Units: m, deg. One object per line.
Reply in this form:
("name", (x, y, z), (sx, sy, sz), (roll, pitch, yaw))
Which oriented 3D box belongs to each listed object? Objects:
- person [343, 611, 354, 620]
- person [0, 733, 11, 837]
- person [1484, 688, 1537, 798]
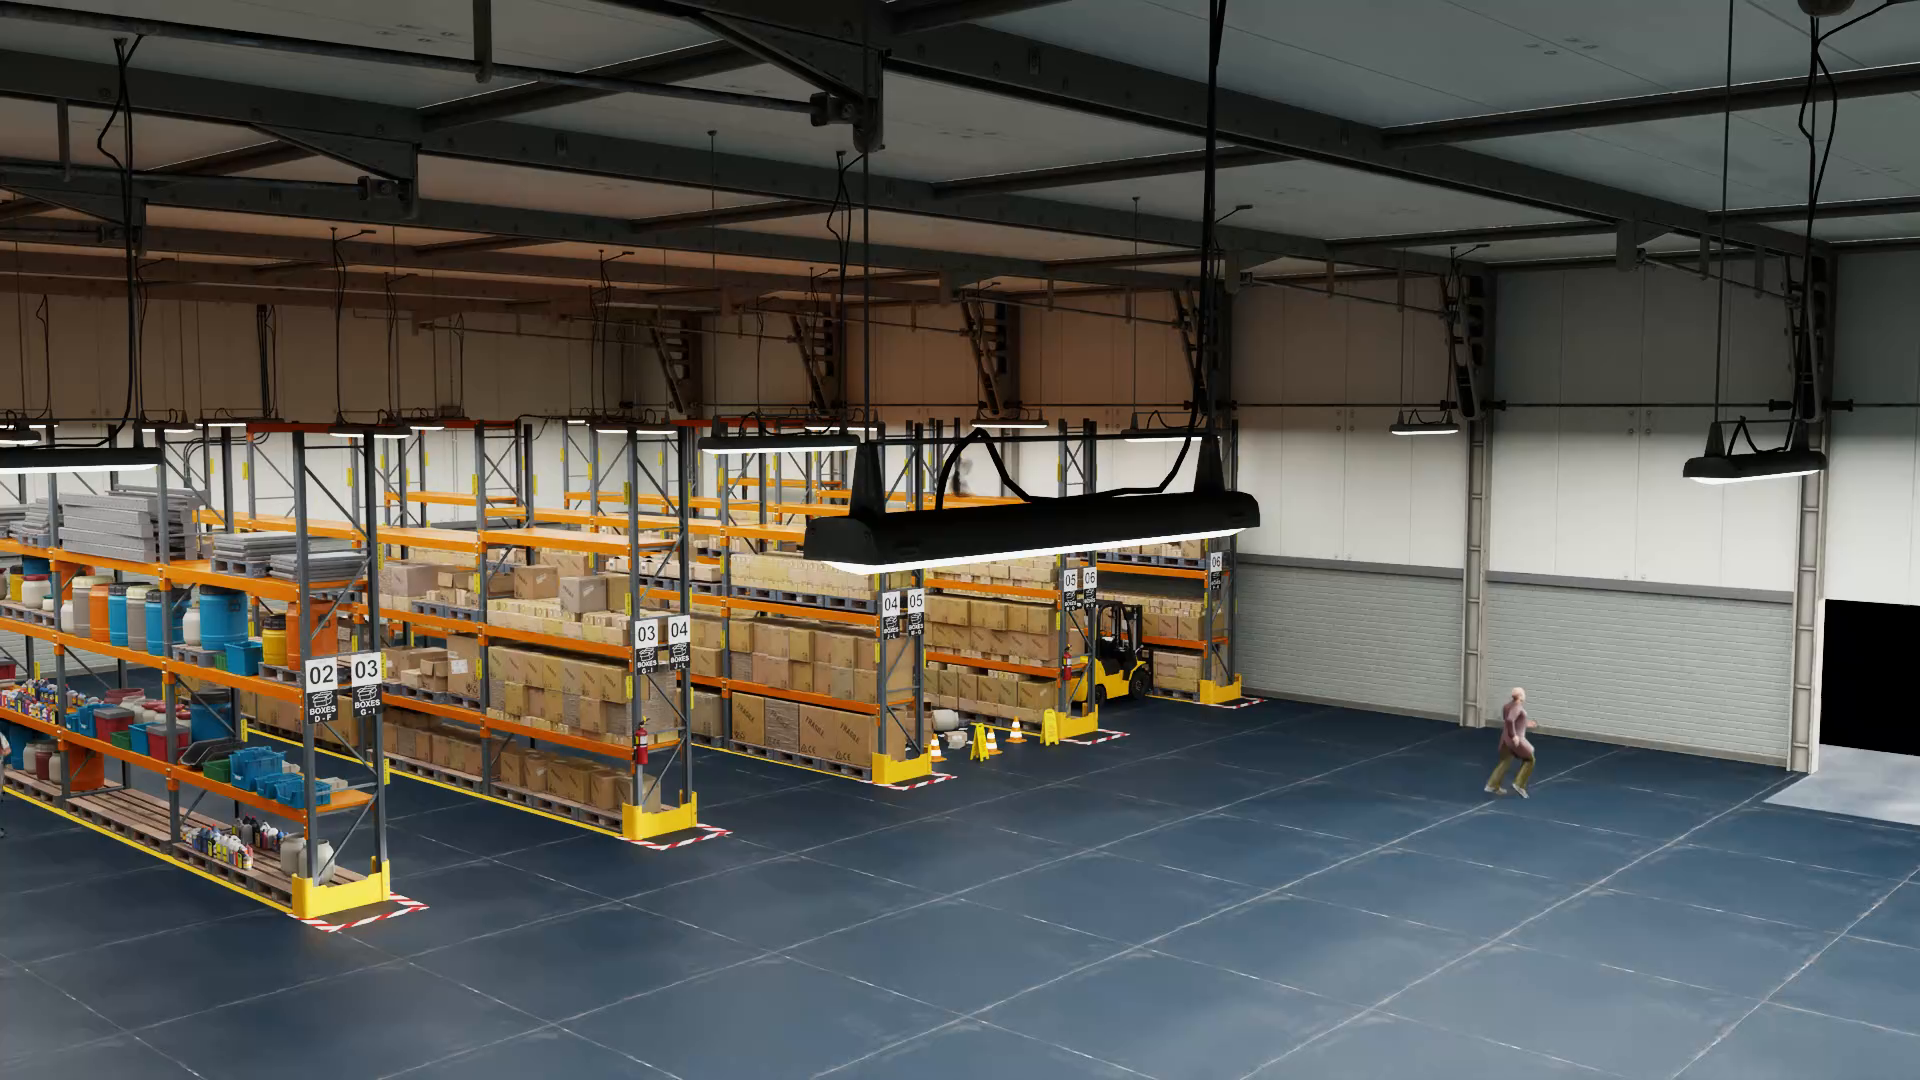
("person", (-14.028, 2.362, 38.169), (0.742, 1.710, 0.570), (0, 5, -2))
("person", (-14.324, 3.421, 24.492), (0.989, 1.768, 0.662), (3, 6, 34))
("person", (8.915, 3.277, 26.768), (0.880, 1.814, 0.613), (-1, 5, -13))
